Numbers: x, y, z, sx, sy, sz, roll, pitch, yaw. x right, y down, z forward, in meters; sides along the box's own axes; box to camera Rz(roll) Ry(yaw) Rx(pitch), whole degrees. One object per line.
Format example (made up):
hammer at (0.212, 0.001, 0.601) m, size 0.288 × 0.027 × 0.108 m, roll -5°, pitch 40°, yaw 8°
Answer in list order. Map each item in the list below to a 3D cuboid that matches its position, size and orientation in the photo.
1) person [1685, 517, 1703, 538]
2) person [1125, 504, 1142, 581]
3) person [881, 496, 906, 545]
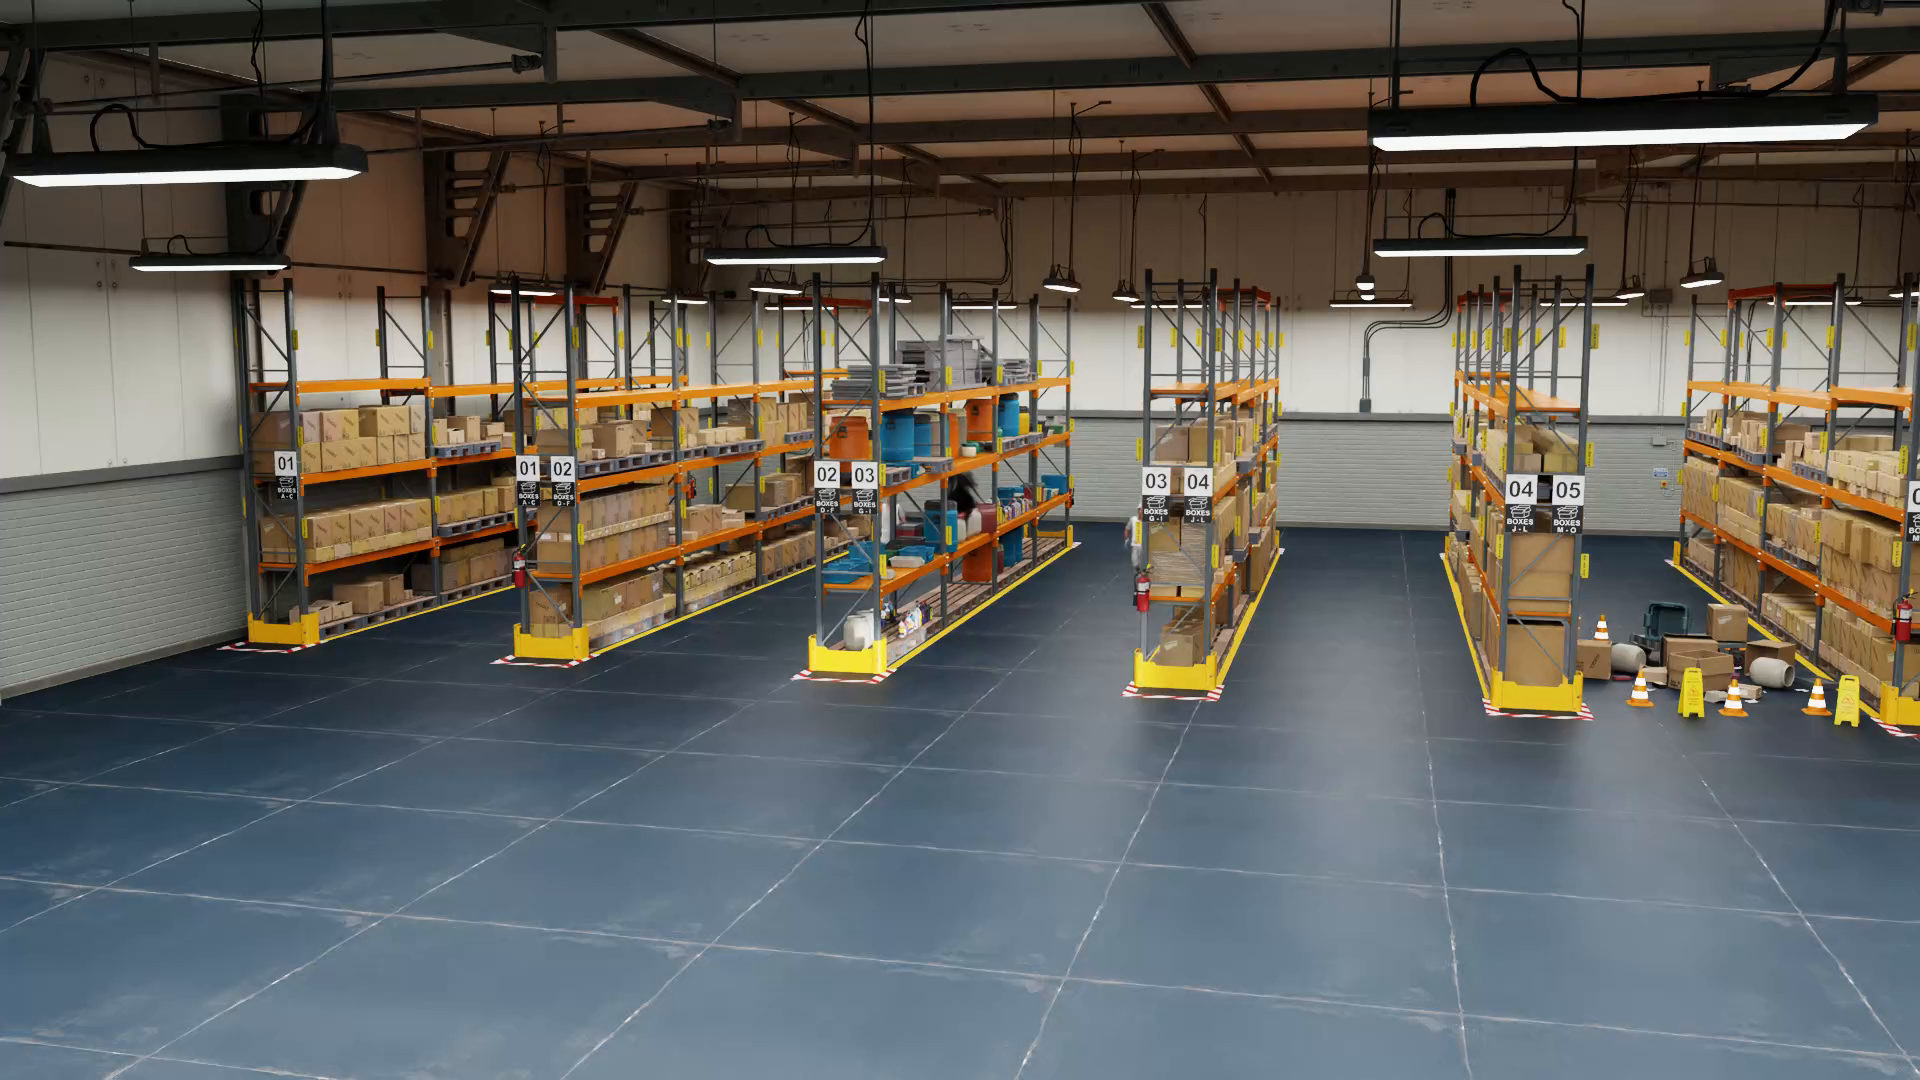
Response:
person at (16.986, -0.426, 38.225) m, size 0.714 × 1.757 × 0.714 m, roll 7°, pitch 10°, yaw 44°
person at (3.665, 0.064, 33.549) m, size 0.699 × 1.606 × 0.695 m, roll 1°, pitch 7°, yaw 11°
person at (-1.414, -0.119, 33.031) m, size 0.664 × 1.757 × 0.603 m, roll 1°, pitch 7°, yaw 11°
